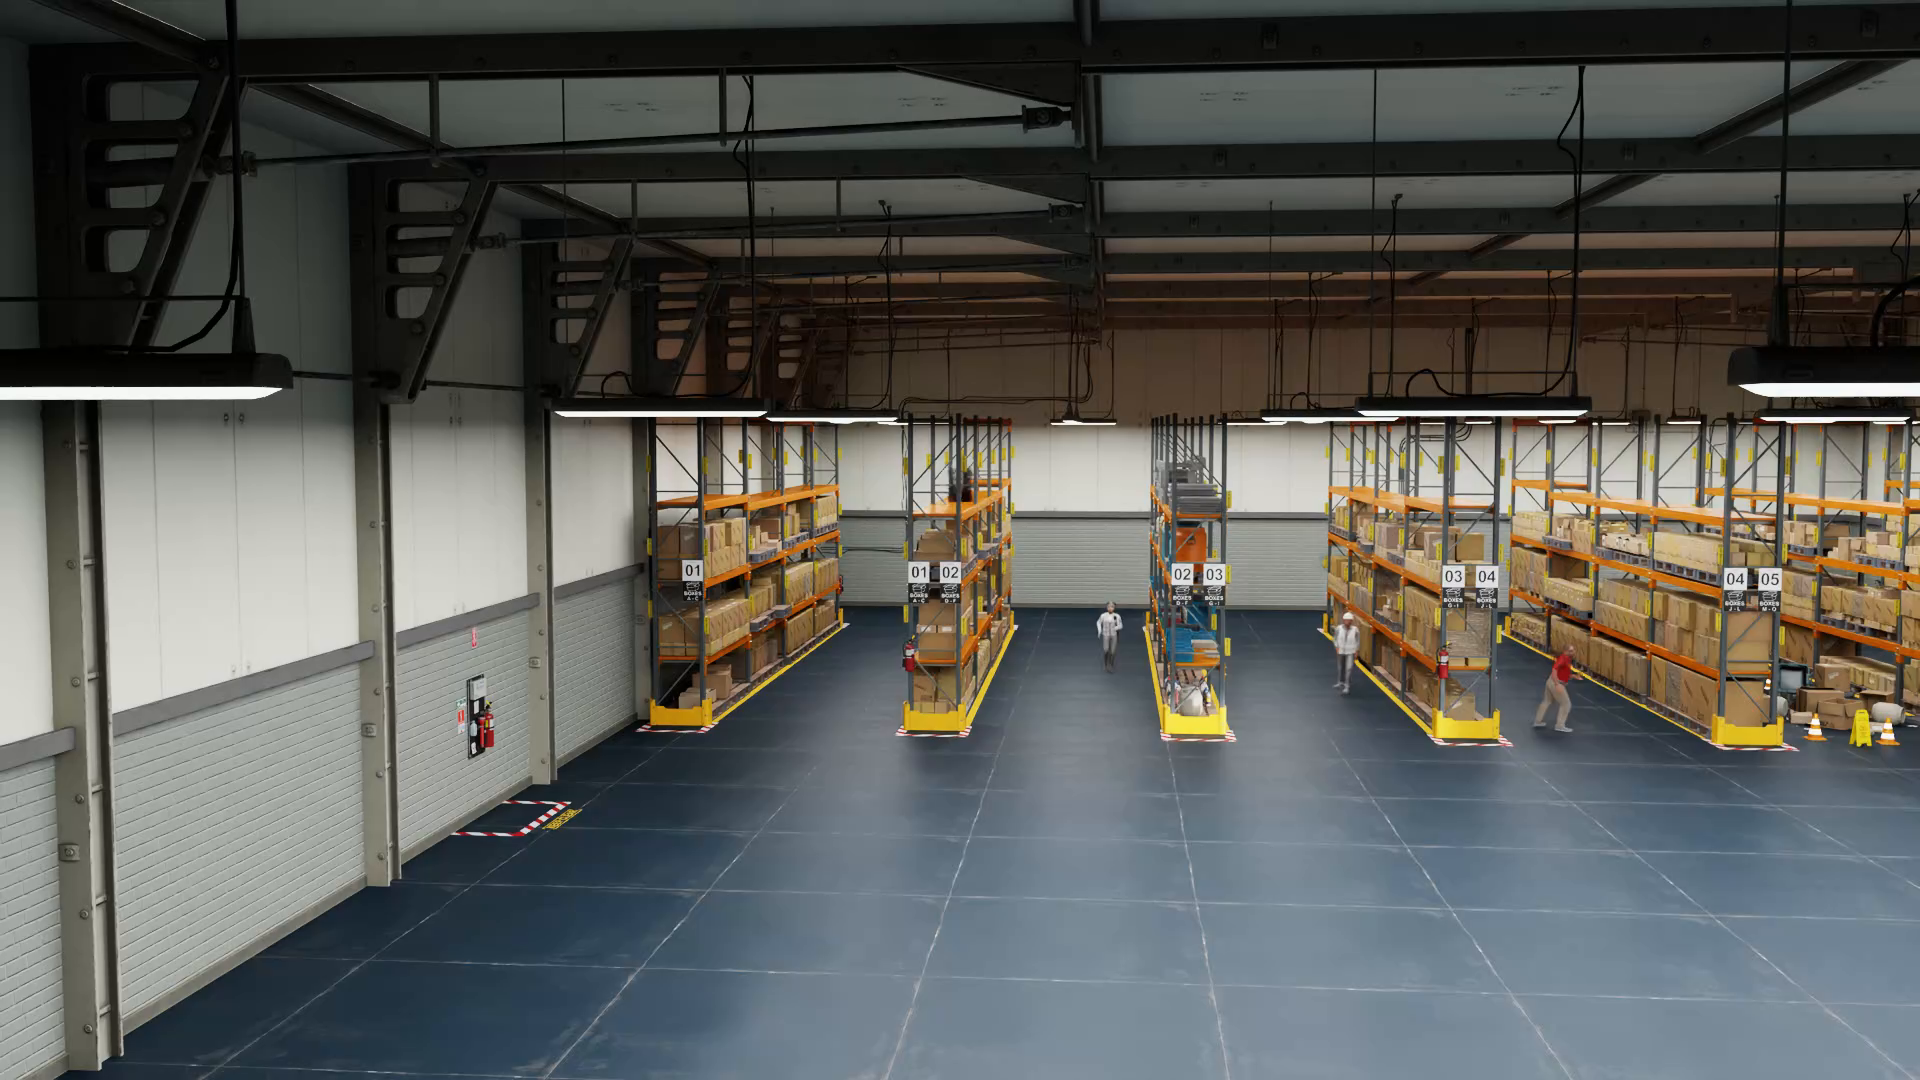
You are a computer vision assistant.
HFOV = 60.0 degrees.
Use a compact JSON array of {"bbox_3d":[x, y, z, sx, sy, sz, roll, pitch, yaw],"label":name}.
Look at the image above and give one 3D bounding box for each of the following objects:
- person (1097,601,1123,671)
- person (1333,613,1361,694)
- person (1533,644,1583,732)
[{"bbox_3d":[3.512,2.254,38.940,0.586,1.655,0.620,0,4,2],"label":"person"},{"bbox_3d":[8.317,2.412,35.886,0.602,1.702,0.919,2,4,25],"label":"person"},{"bbox_3d":[11.358,2.782,31.510,0.866,1.665,0.739,1,4,11],"label":"person"}]
